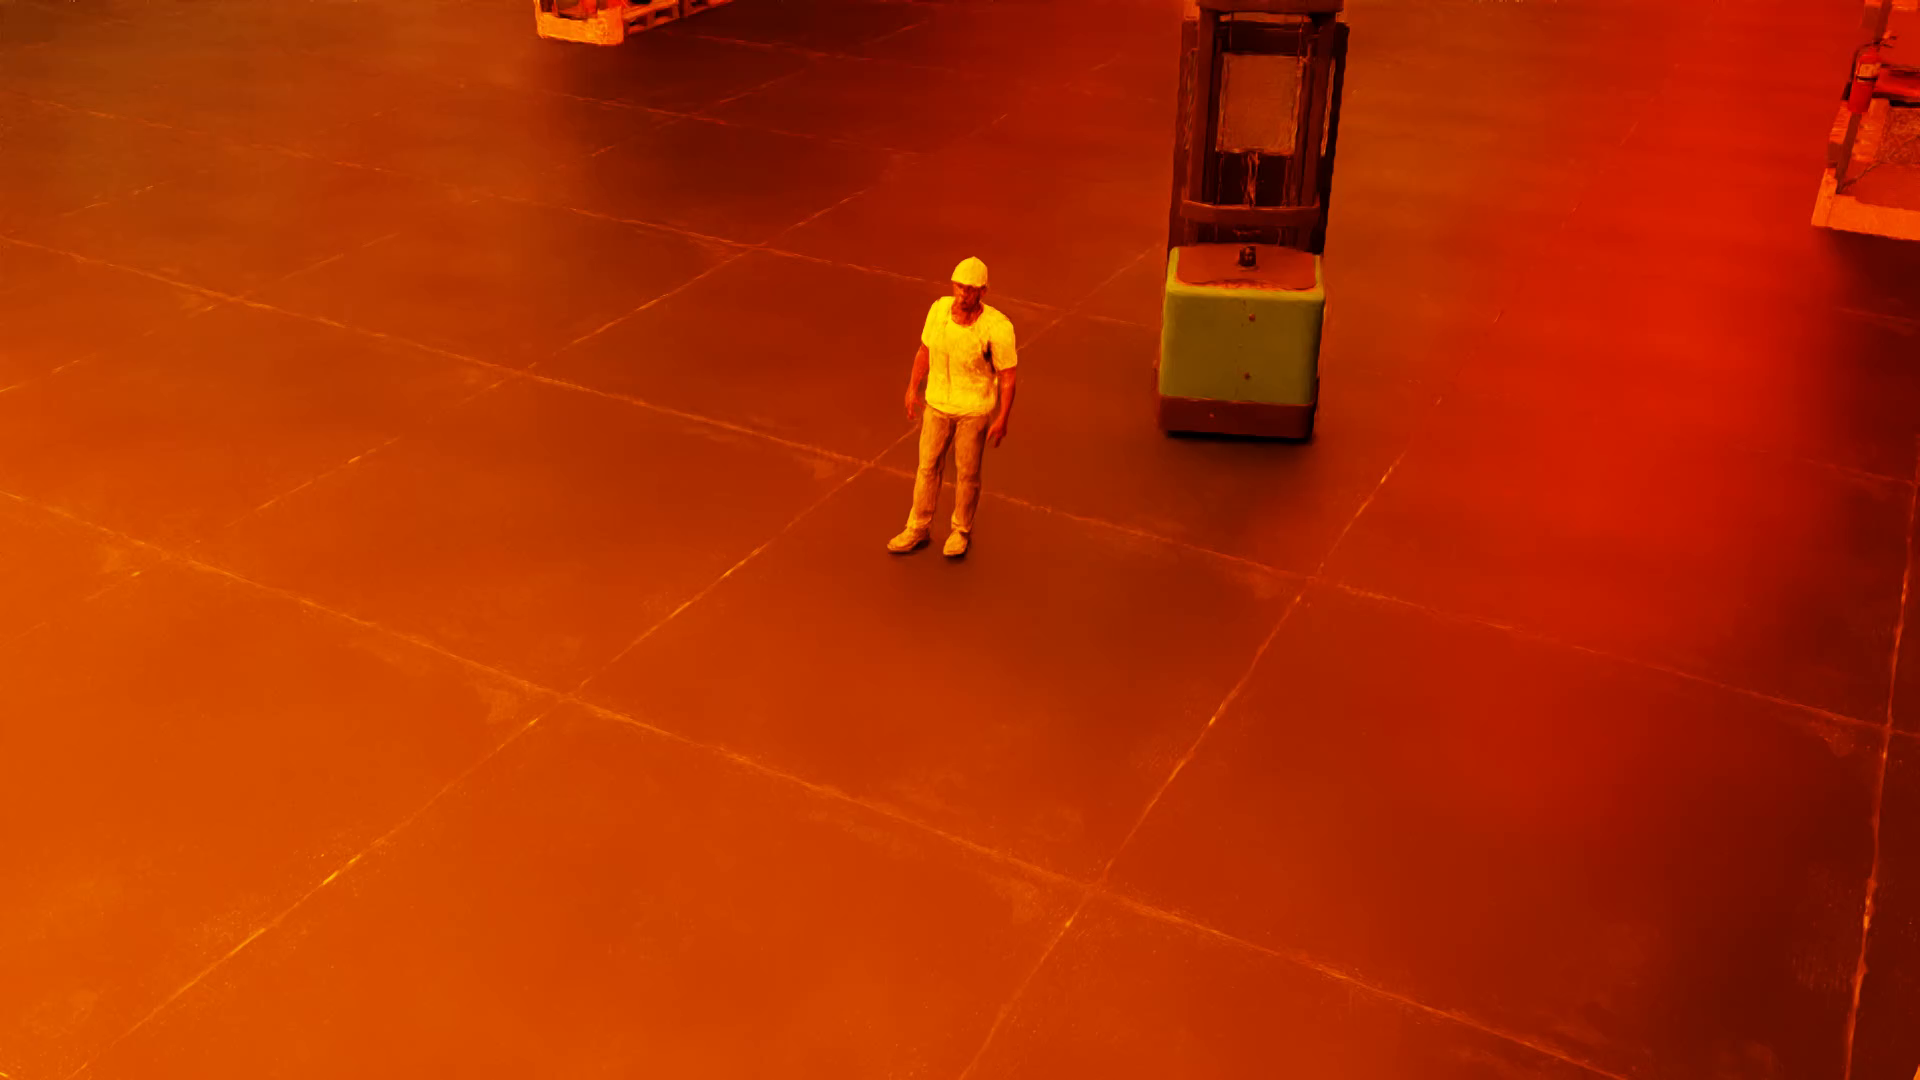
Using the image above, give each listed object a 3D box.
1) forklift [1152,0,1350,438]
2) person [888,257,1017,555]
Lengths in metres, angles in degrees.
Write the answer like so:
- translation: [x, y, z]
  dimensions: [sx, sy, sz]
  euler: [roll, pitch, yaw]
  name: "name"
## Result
- translation: [2.053, -2.662, 11.683]
  dimensions: [1.130, 2.935, 3.031]
  euler: [4, 30, 8]
  name: "forklift"
- translation: [-0.039, -0.742, 9.507]
  dimensions: [0.665, 1.766, 0.576]
  euler: [15, 33, 25]
  name: "person"
